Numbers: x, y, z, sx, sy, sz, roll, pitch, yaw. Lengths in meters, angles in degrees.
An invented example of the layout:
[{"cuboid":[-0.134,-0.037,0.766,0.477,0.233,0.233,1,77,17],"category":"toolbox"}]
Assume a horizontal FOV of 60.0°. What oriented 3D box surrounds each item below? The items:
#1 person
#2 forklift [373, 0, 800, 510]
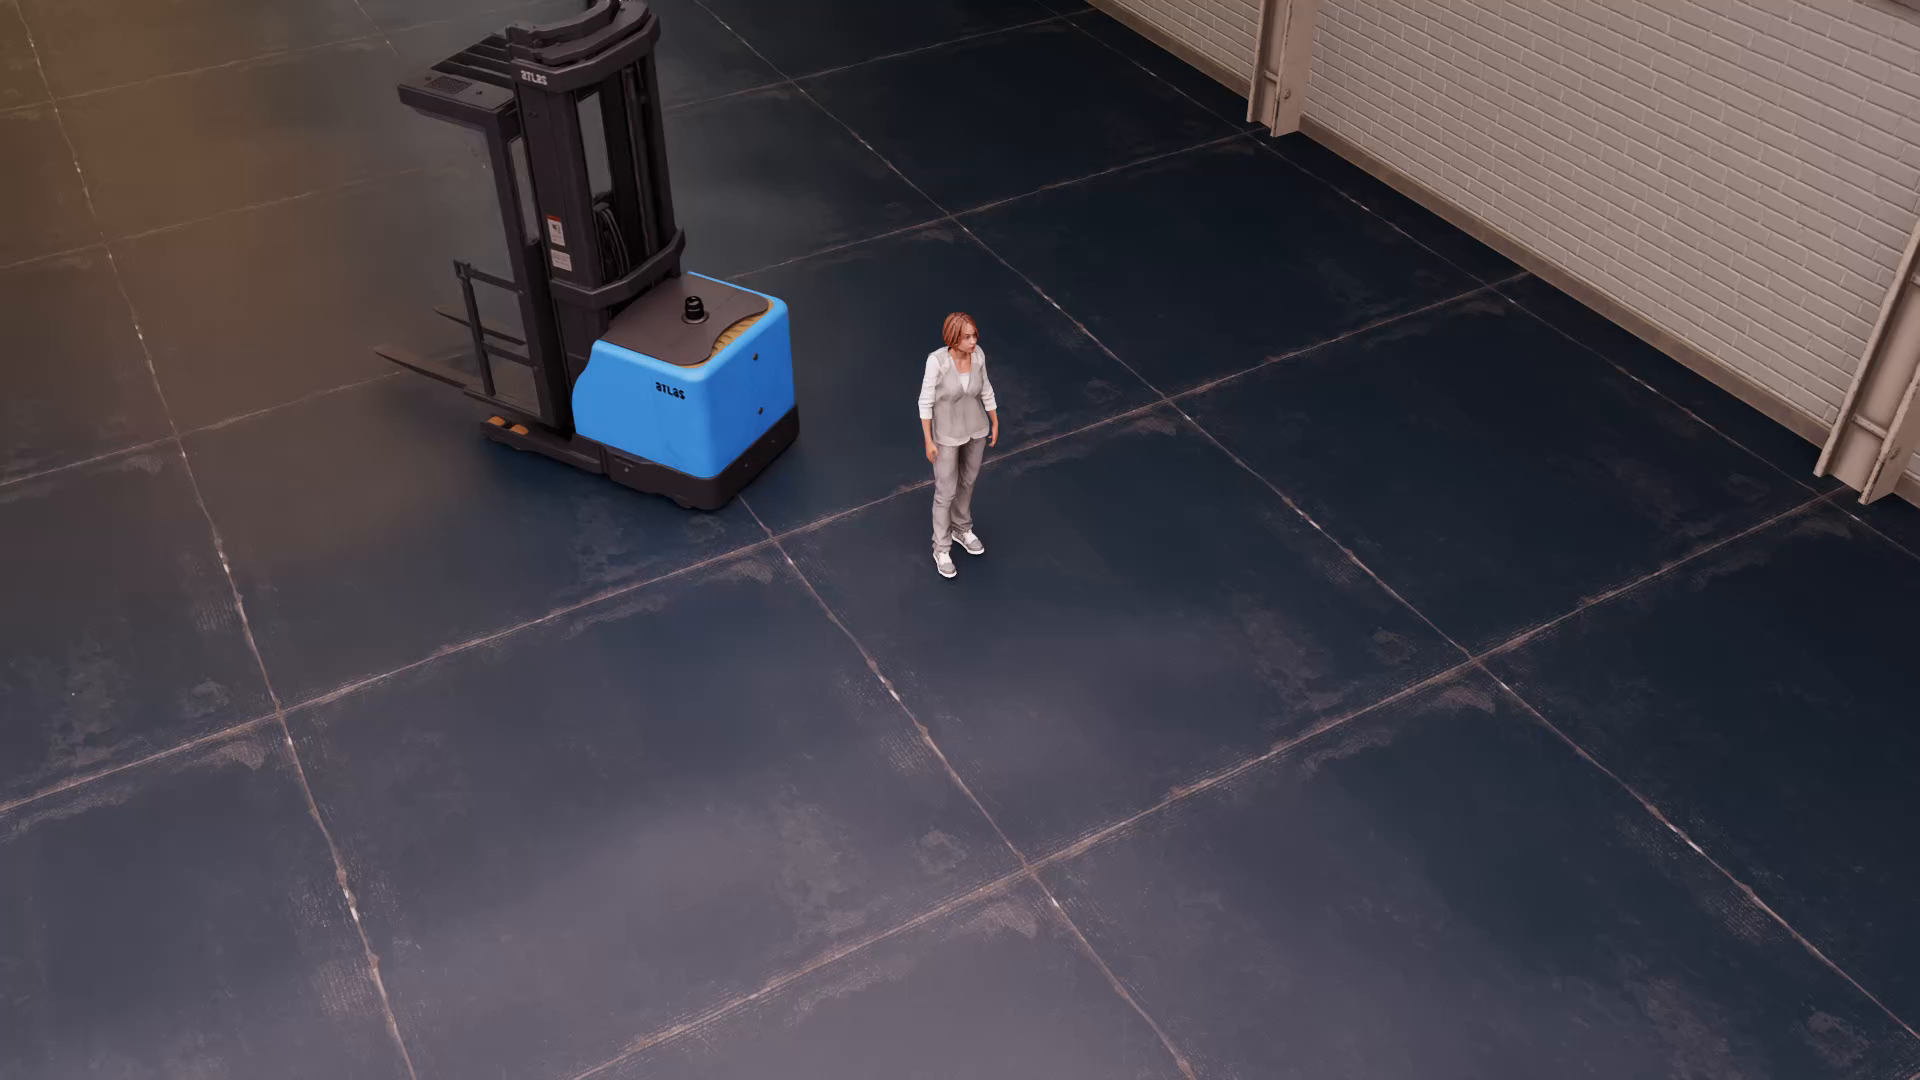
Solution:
[{"cuboid":[0.025,-0.575,9.763,0.521,1.596,0.475,-20,44,-23],"category":"person"},{"cuboid":[-2.608,-1.999,10.447,3.031,2.935,1.130,20,44,22],"category":"forklift"}]
